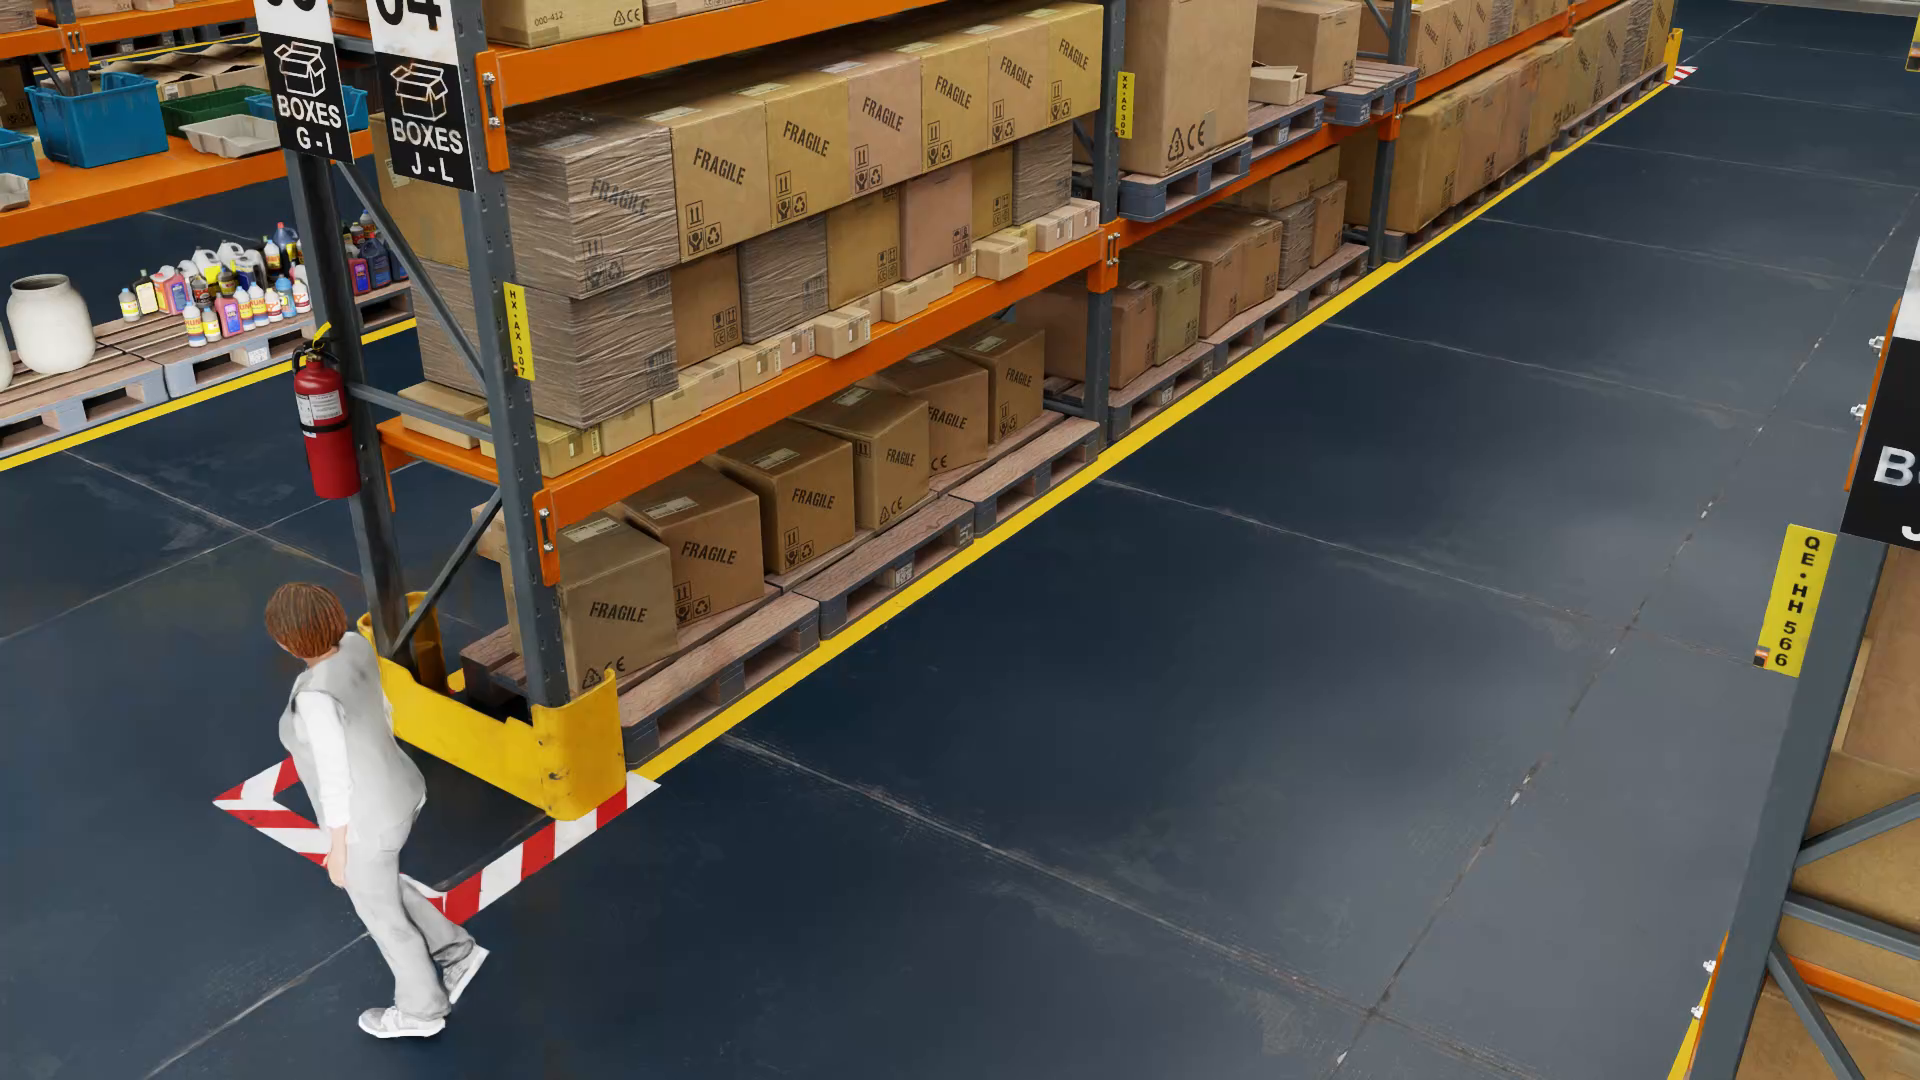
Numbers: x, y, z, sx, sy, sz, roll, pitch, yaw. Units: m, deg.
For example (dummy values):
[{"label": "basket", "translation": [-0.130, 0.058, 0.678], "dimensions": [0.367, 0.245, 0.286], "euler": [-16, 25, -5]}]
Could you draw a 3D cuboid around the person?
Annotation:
[{"label": "person", "translation": [-1.819, 0.813, 5.027], "dimensions": [0.433, 1.578, 0.469], "euler": [2, 27, 4]}]
